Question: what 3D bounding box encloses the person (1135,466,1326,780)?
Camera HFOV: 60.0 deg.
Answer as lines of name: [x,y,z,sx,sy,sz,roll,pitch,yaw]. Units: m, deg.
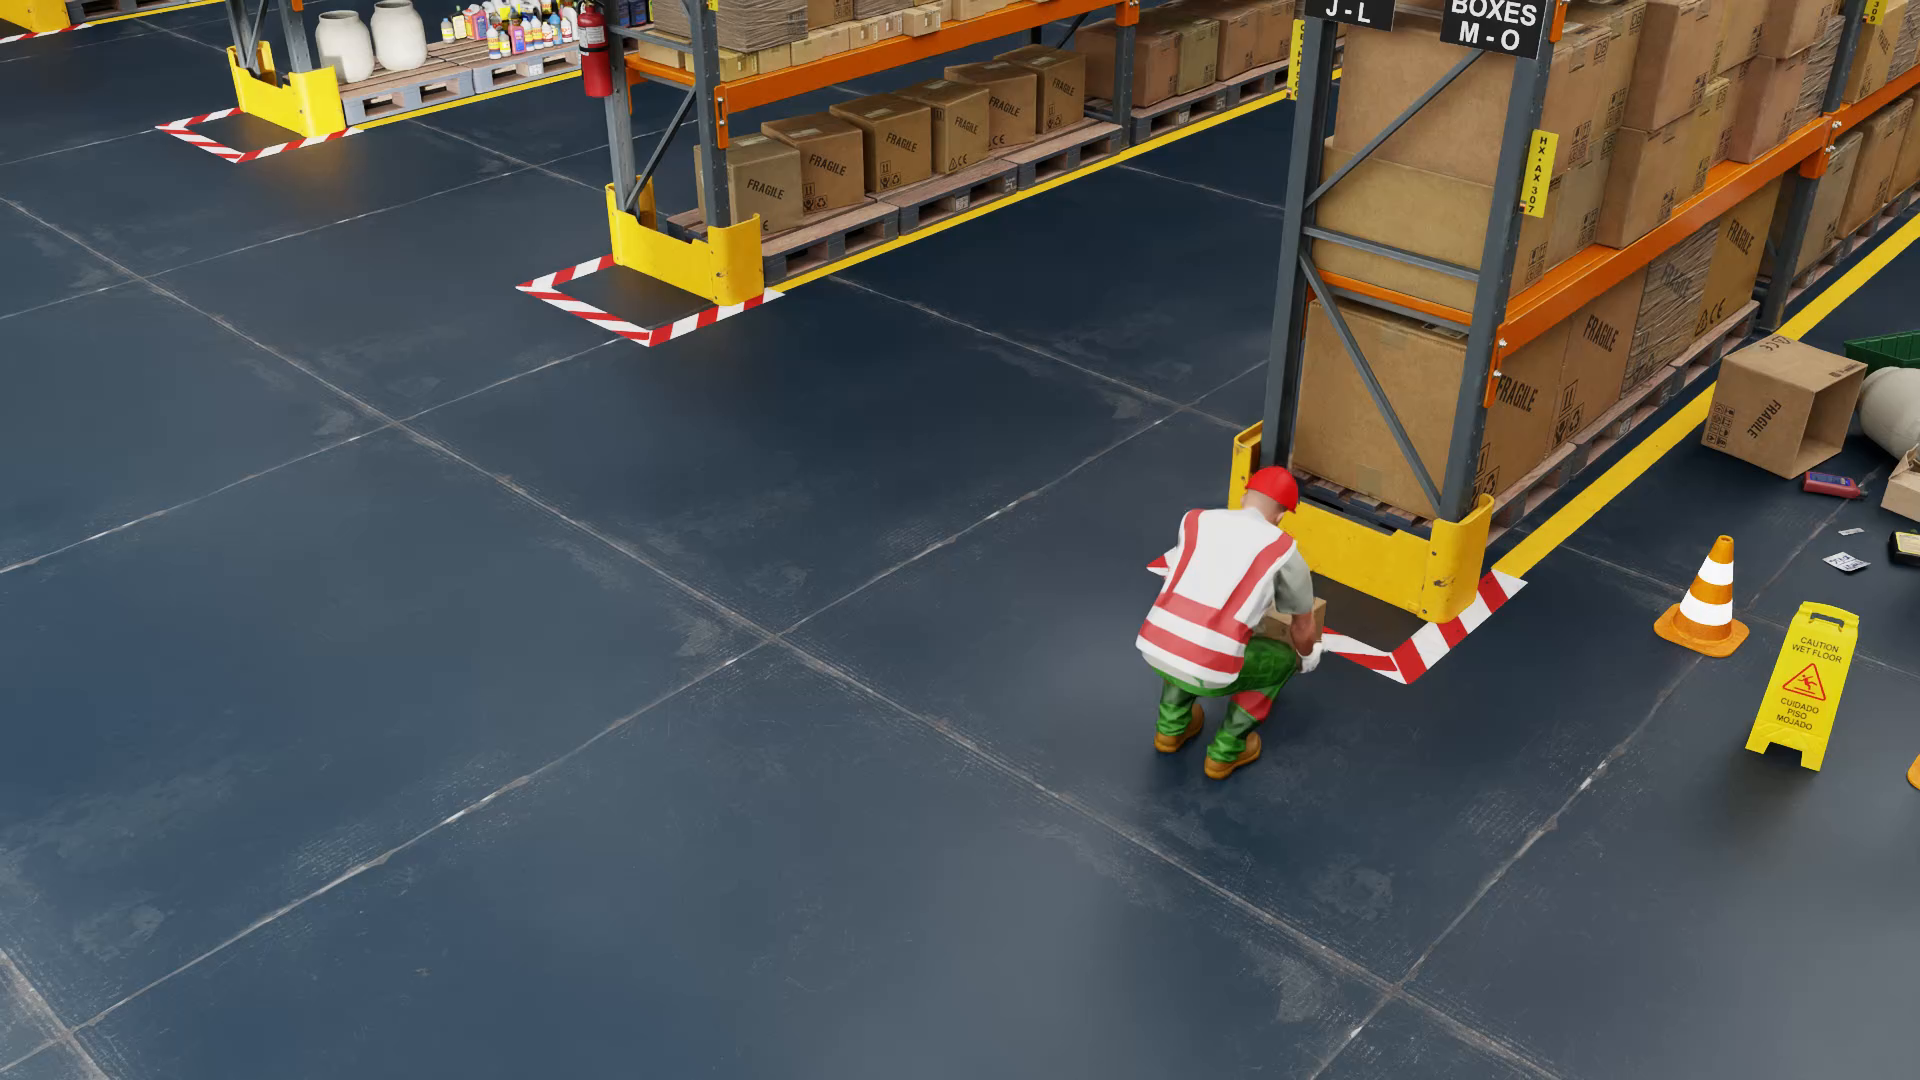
person: [1.002,0.309,6.312,0.575,1.056,0.868,25,39,35]
